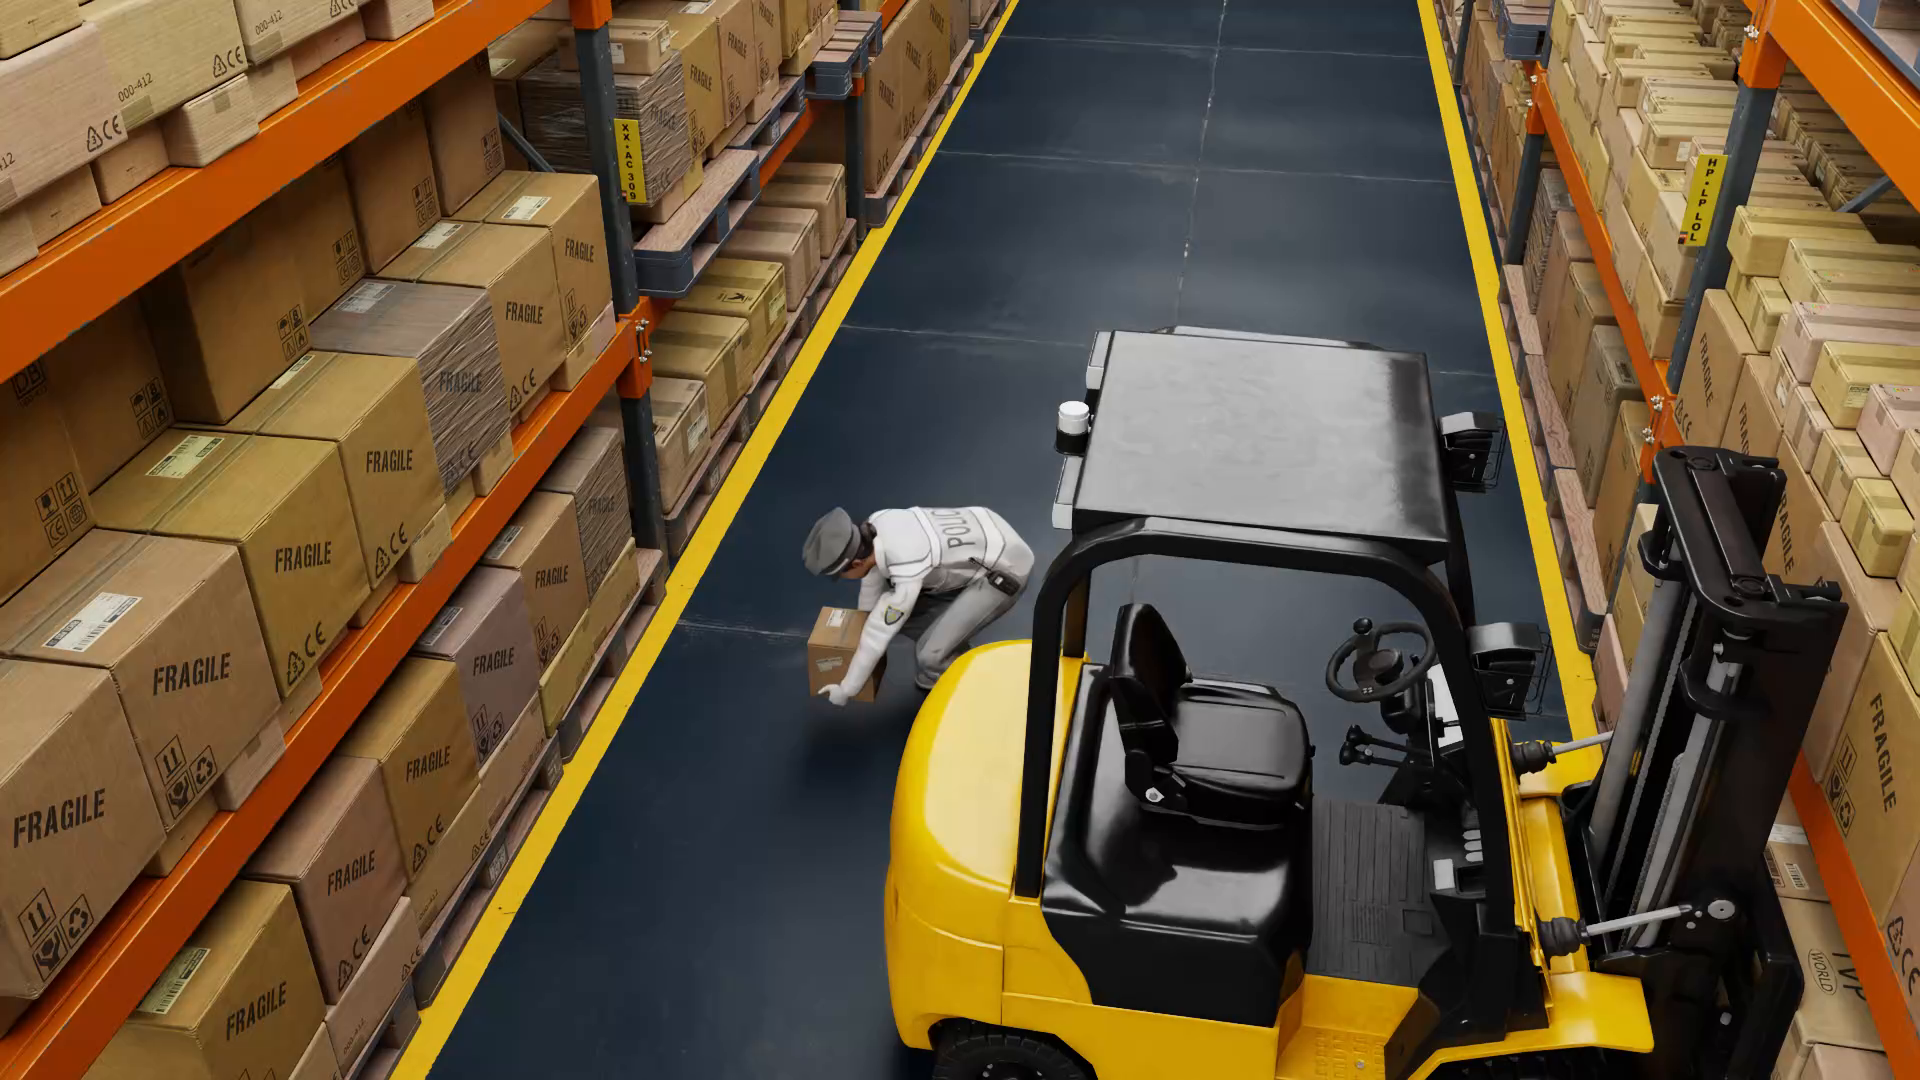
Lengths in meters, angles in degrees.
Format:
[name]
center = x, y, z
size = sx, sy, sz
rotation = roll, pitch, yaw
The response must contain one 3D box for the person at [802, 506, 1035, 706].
[person]
center = -0.160, 0.254, 6.383
size = 0.903, 0.978, 0.467
rotation = -12, 34, -18
